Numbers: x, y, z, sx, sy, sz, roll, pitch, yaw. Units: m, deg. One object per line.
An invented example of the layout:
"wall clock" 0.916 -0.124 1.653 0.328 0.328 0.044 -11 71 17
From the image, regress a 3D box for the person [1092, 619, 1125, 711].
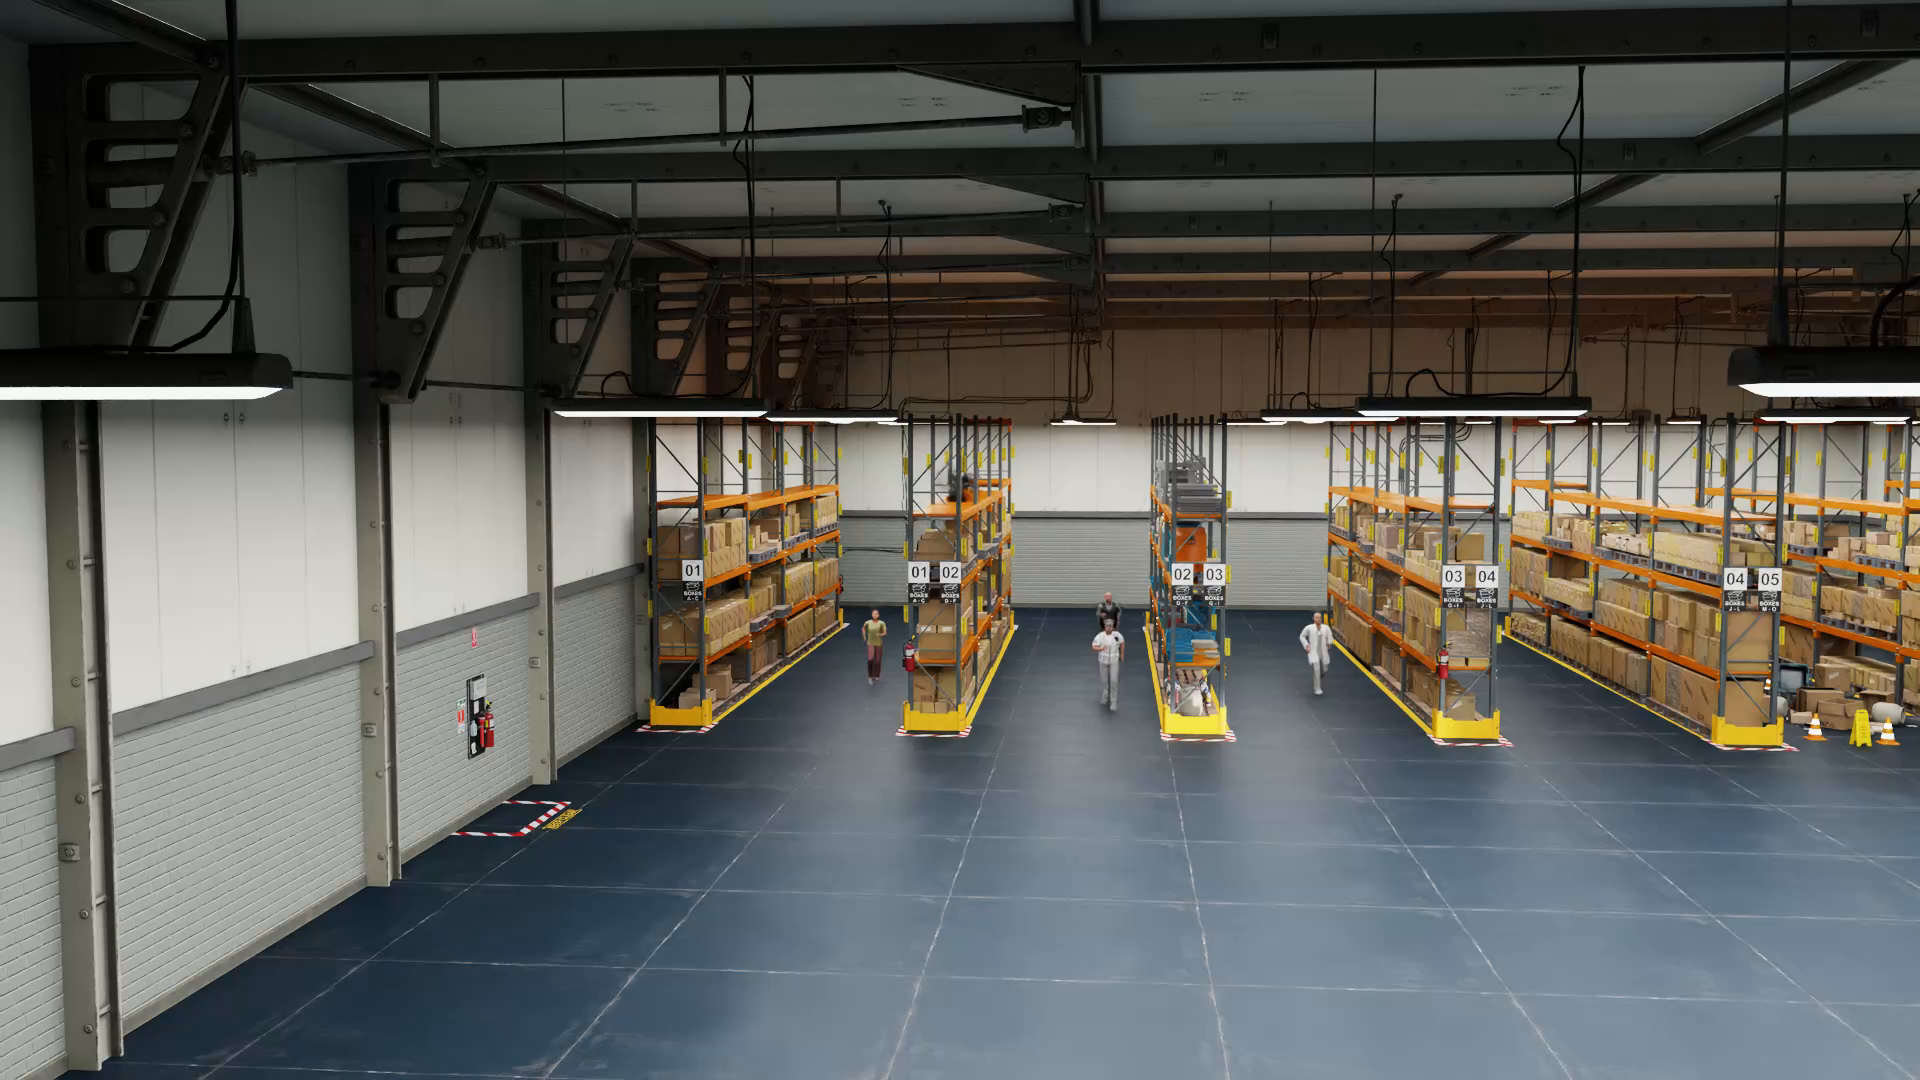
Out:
"person" 3.026 2.510 33.917 0.661 1.844 0.847 0 4 5

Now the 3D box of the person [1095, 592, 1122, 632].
"person" 3.600 2.154 40.277 0.639 1.774 0.734 0 4 6

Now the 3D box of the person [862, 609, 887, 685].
"person" -1.893 2.366 36.939 0.547 1.685 0.683 0 4 -5

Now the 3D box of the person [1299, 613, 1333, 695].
"person" 7.702 2.438 35.899 0.715 1.735 0.825 0 4 -4
